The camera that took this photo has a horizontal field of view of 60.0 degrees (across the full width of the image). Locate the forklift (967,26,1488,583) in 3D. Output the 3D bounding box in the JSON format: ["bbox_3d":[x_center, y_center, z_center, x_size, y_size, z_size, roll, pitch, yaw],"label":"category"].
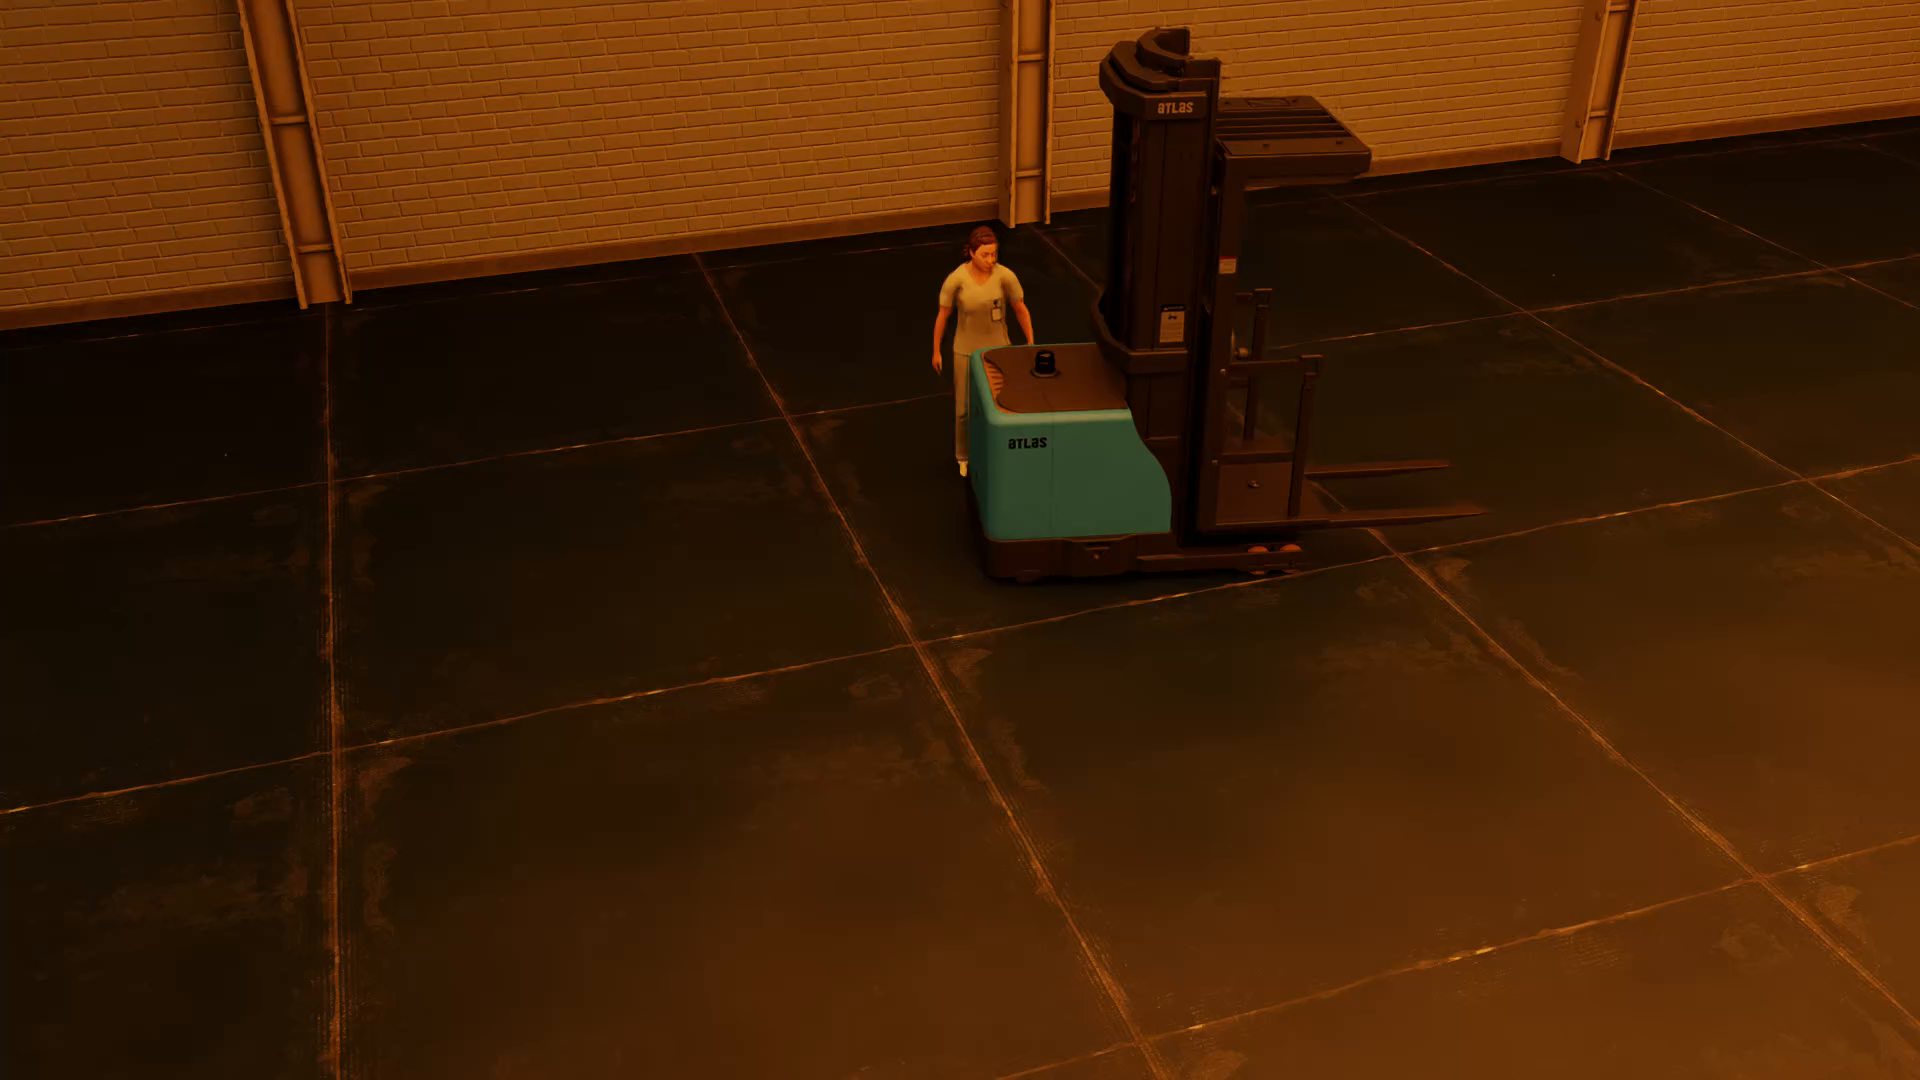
[{"bbox_3d":[1.593,-1.326,9.392,3.031,2.935,1.130,-3,30,-5],"label":"forklift"}]

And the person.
[{"bbox_3d":[0.174,-1.185,10.433,0.700,1.652,0.315,-4,30,-7],"label":"person"}]
